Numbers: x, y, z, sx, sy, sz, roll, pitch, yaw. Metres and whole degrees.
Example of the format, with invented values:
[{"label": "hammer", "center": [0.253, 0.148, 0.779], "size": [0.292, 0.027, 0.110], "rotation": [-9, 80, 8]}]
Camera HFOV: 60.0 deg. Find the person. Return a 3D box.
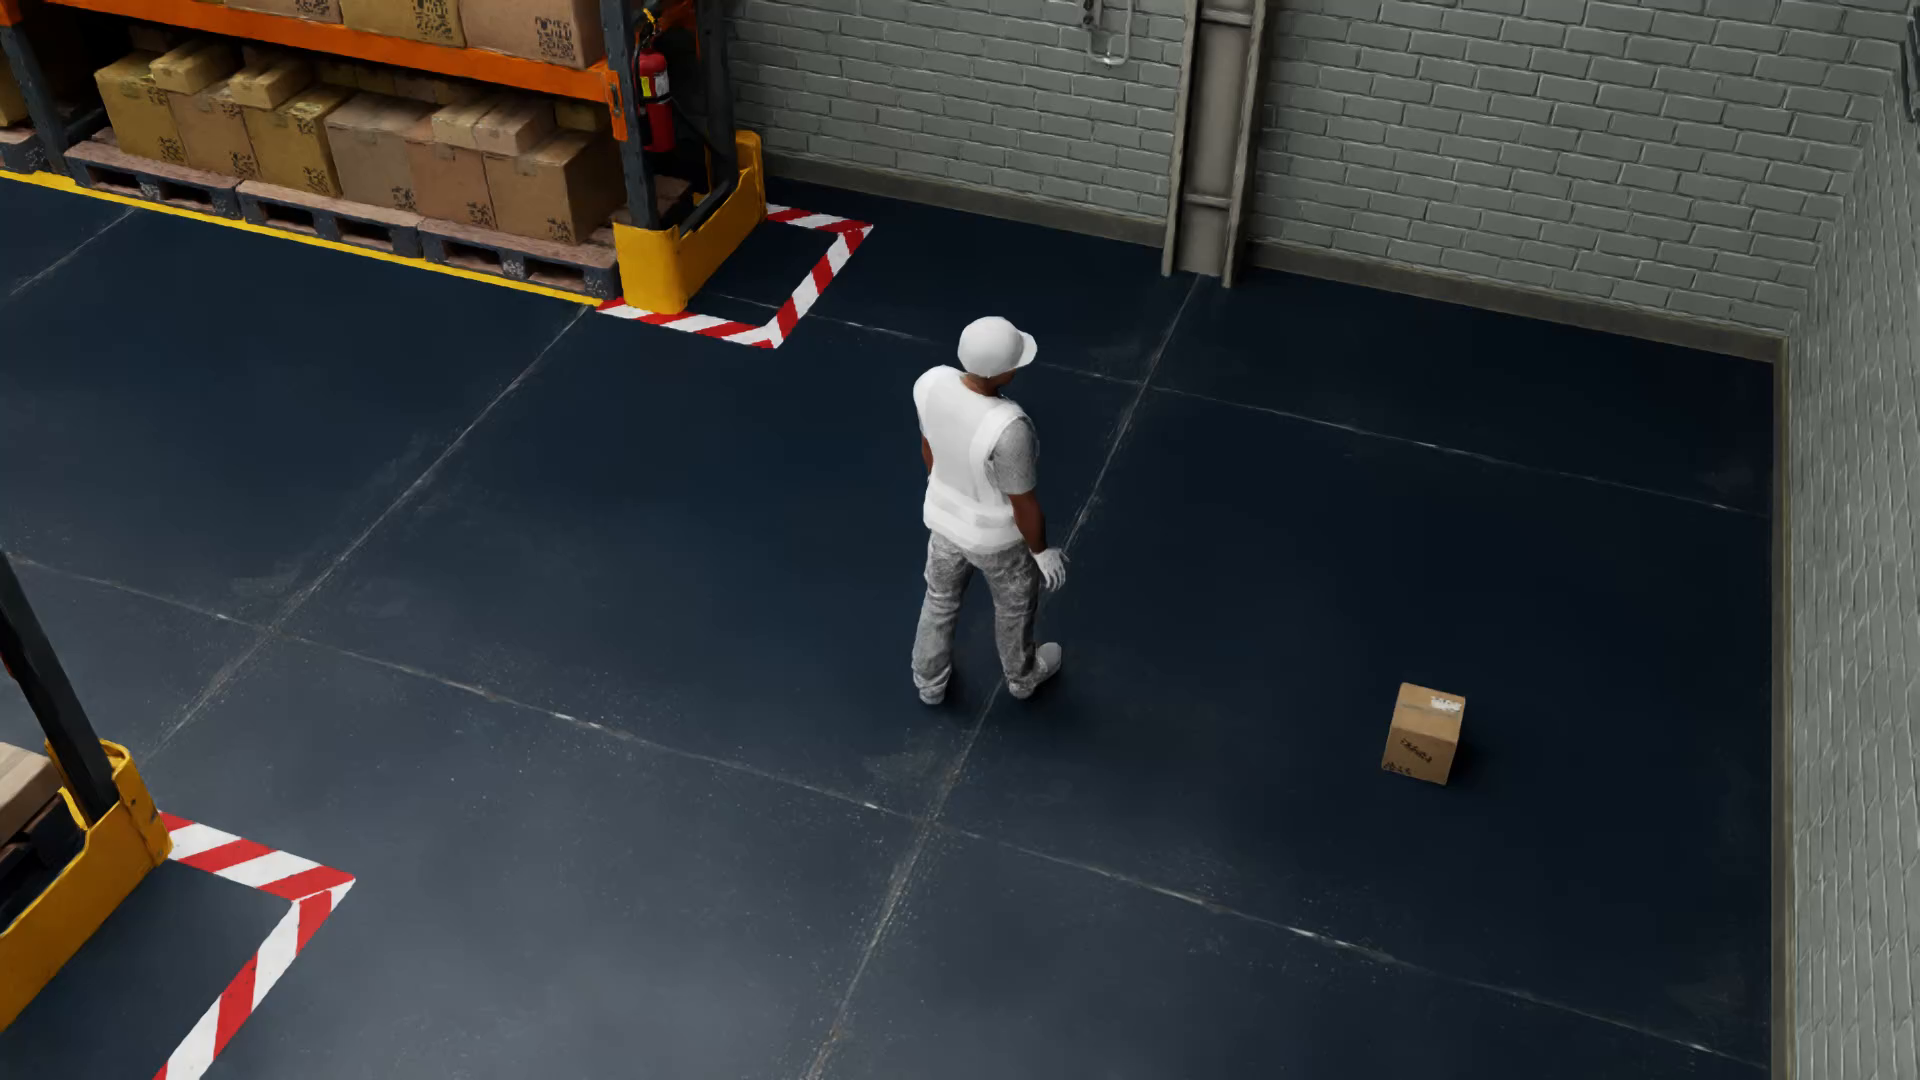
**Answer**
[{"label": "person", "center": [0.145, -0.087, 6.204], "size": [0.684, 1.783, 0.589], "rotation": [31, 50, 30]}]
